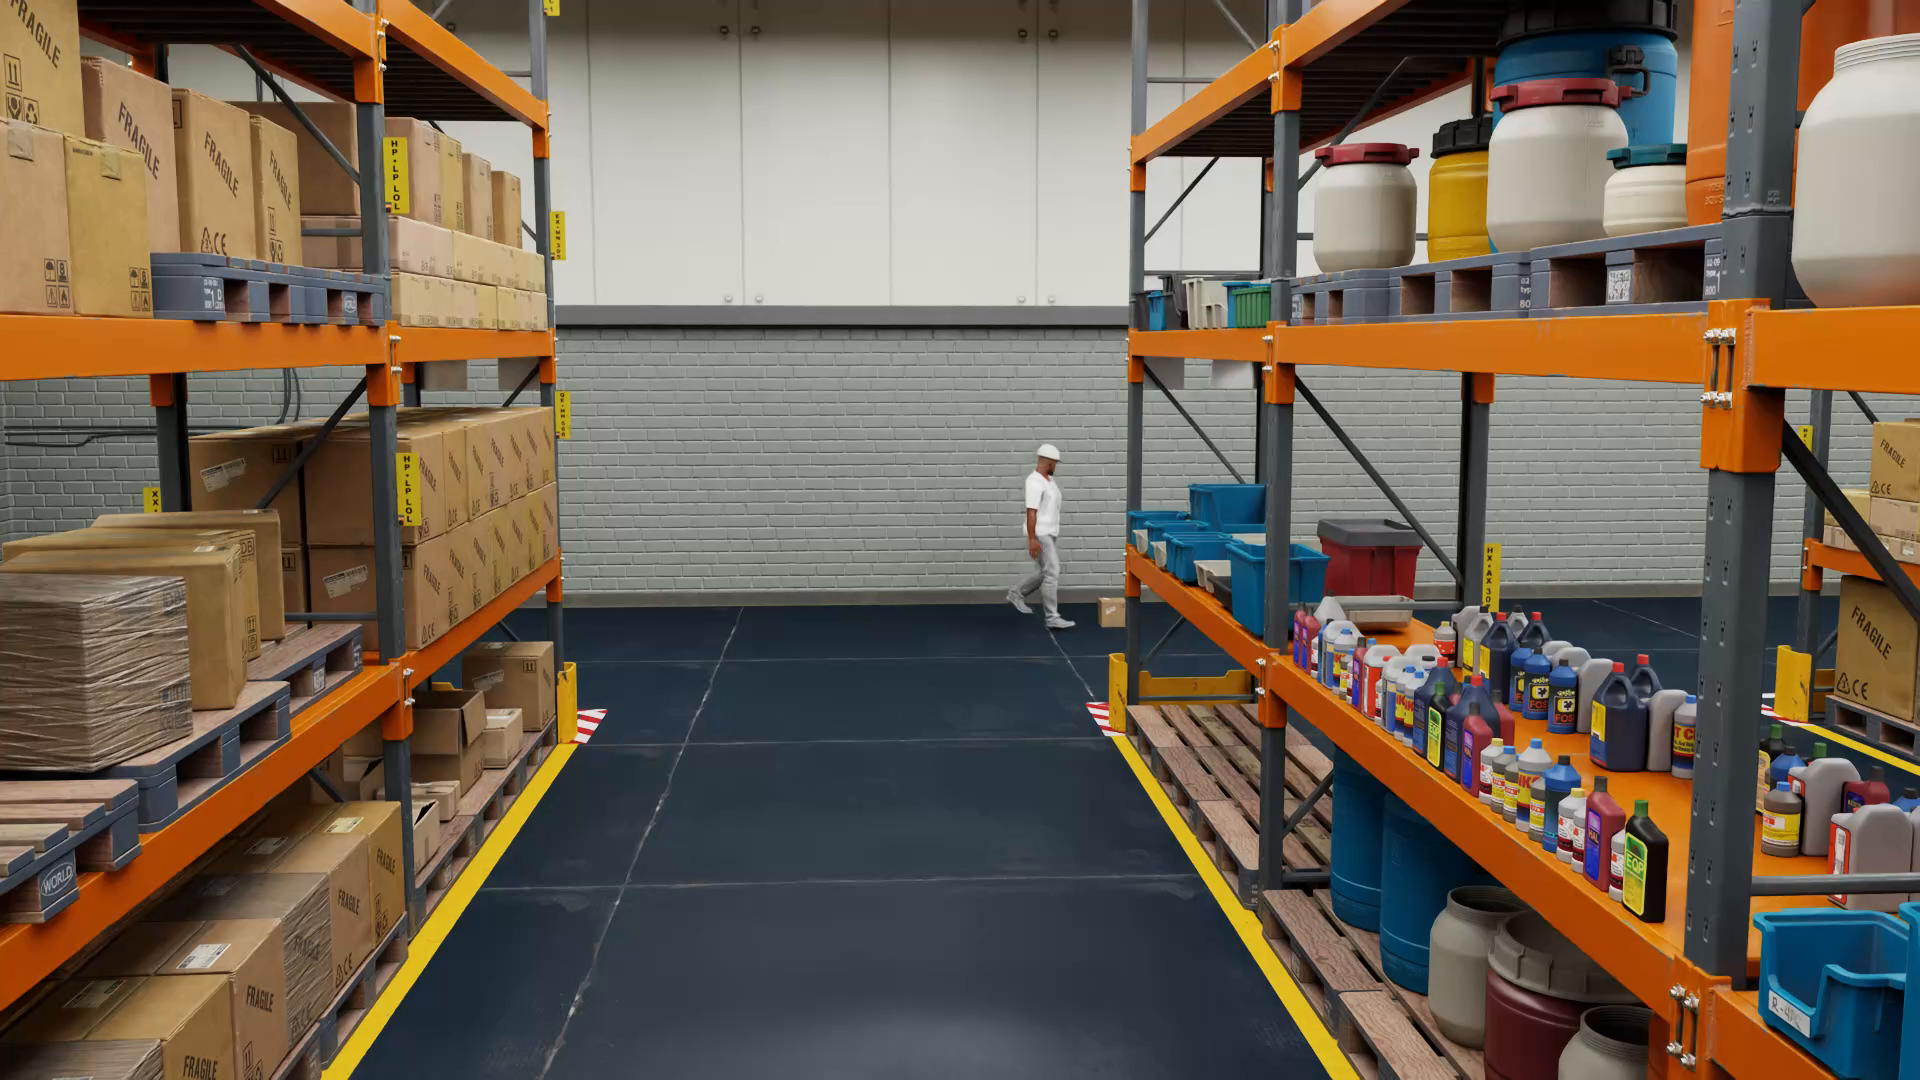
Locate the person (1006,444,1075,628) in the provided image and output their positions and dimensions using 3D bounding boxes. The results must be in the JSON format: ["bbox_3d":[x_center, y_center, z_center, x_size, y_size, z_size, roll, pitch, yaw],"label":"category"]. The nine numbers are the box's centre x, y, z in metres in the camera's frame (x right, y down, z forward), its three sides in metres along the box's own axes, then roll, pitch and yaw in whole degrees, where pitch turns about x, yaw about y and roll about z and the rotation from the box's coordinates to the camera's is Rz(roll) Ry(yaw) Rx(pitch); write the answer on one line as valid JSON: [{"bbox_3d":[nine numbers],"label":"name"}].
[{"bbox_3d":[0.771,-0.048,16.016,0.806,1.752,0.620,2,7,19],"label":"person"}]
